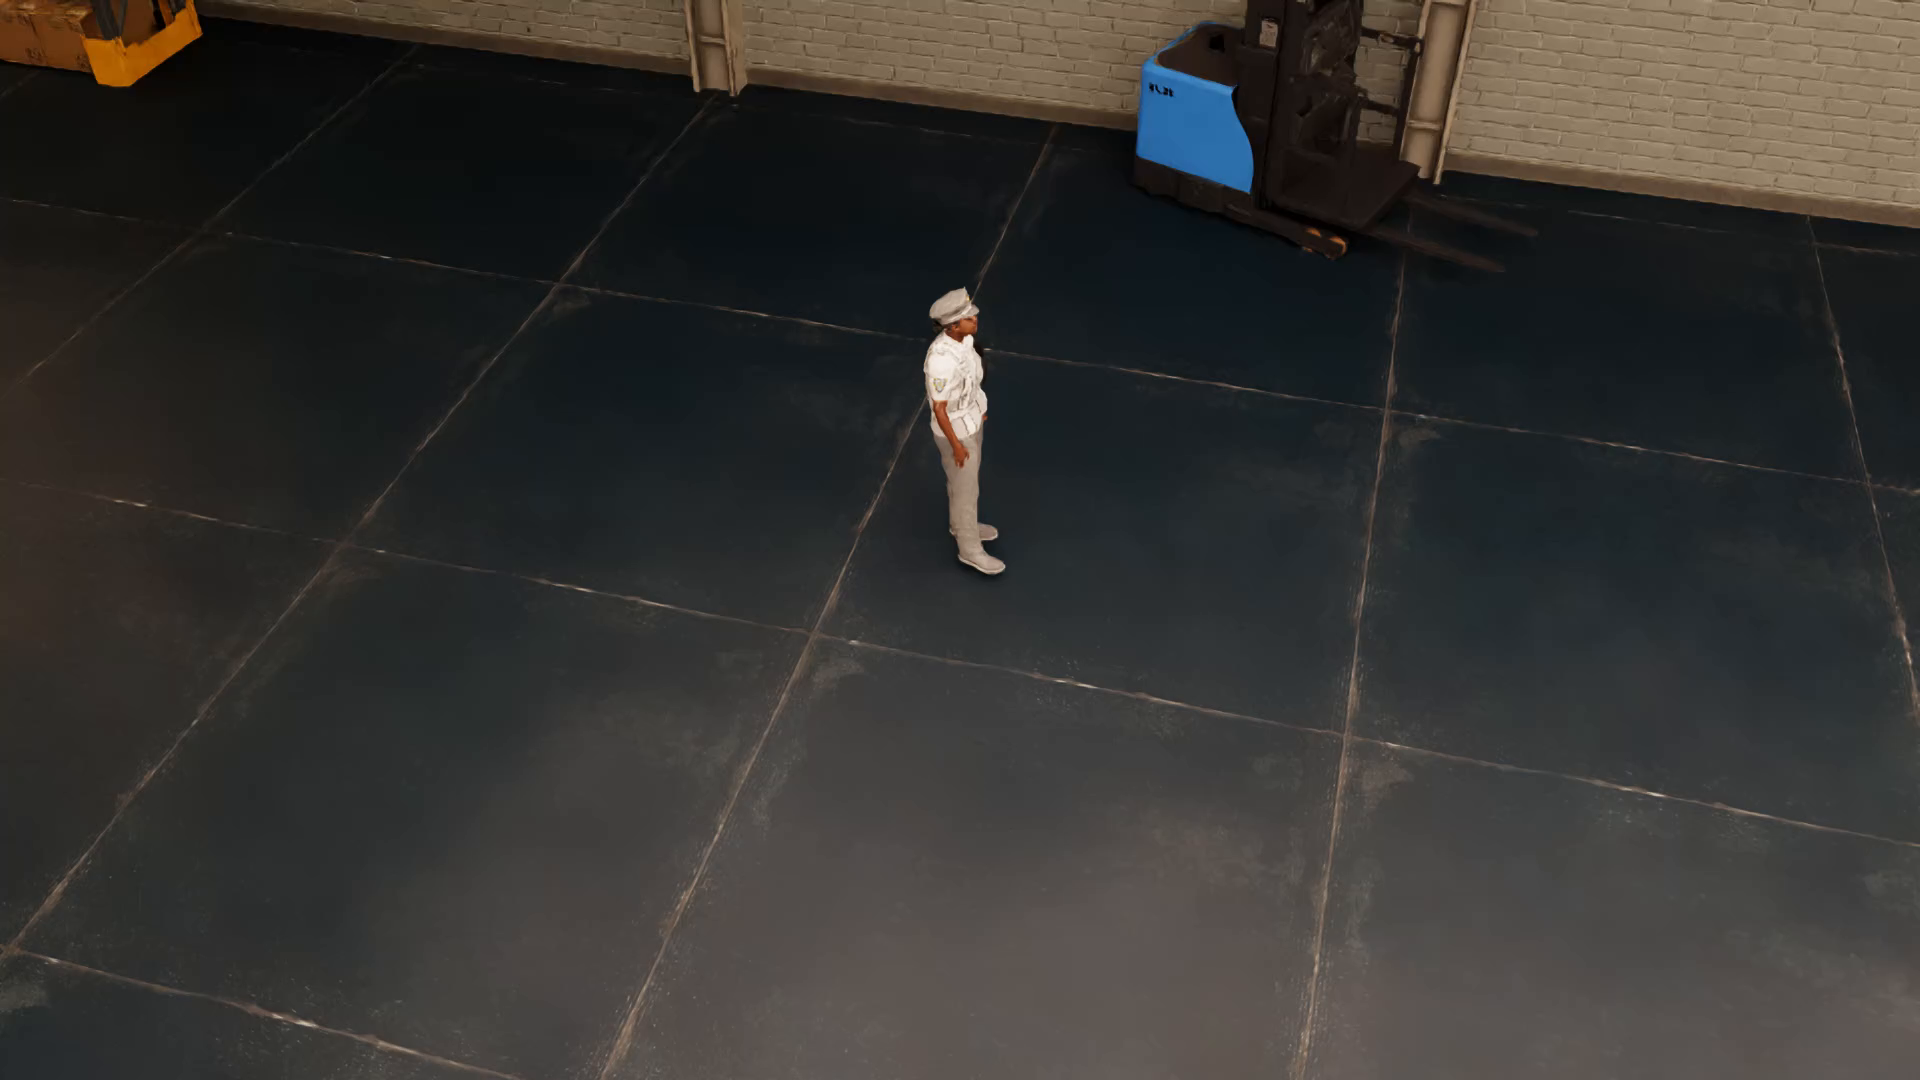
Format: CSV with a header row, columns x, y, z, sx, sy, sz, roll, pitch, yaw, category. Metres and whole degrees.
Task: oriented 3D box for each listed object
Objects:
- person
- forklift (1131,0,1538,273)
x,y,z,sx,sy,sz,roll,pitch,yaw,category
0.067,-0.648,9.466,0.529,1.695,0.570,10,42,11,person
2.865,-3.609,11.979,3.031,2.935,1.130,25,47,26,forklift
